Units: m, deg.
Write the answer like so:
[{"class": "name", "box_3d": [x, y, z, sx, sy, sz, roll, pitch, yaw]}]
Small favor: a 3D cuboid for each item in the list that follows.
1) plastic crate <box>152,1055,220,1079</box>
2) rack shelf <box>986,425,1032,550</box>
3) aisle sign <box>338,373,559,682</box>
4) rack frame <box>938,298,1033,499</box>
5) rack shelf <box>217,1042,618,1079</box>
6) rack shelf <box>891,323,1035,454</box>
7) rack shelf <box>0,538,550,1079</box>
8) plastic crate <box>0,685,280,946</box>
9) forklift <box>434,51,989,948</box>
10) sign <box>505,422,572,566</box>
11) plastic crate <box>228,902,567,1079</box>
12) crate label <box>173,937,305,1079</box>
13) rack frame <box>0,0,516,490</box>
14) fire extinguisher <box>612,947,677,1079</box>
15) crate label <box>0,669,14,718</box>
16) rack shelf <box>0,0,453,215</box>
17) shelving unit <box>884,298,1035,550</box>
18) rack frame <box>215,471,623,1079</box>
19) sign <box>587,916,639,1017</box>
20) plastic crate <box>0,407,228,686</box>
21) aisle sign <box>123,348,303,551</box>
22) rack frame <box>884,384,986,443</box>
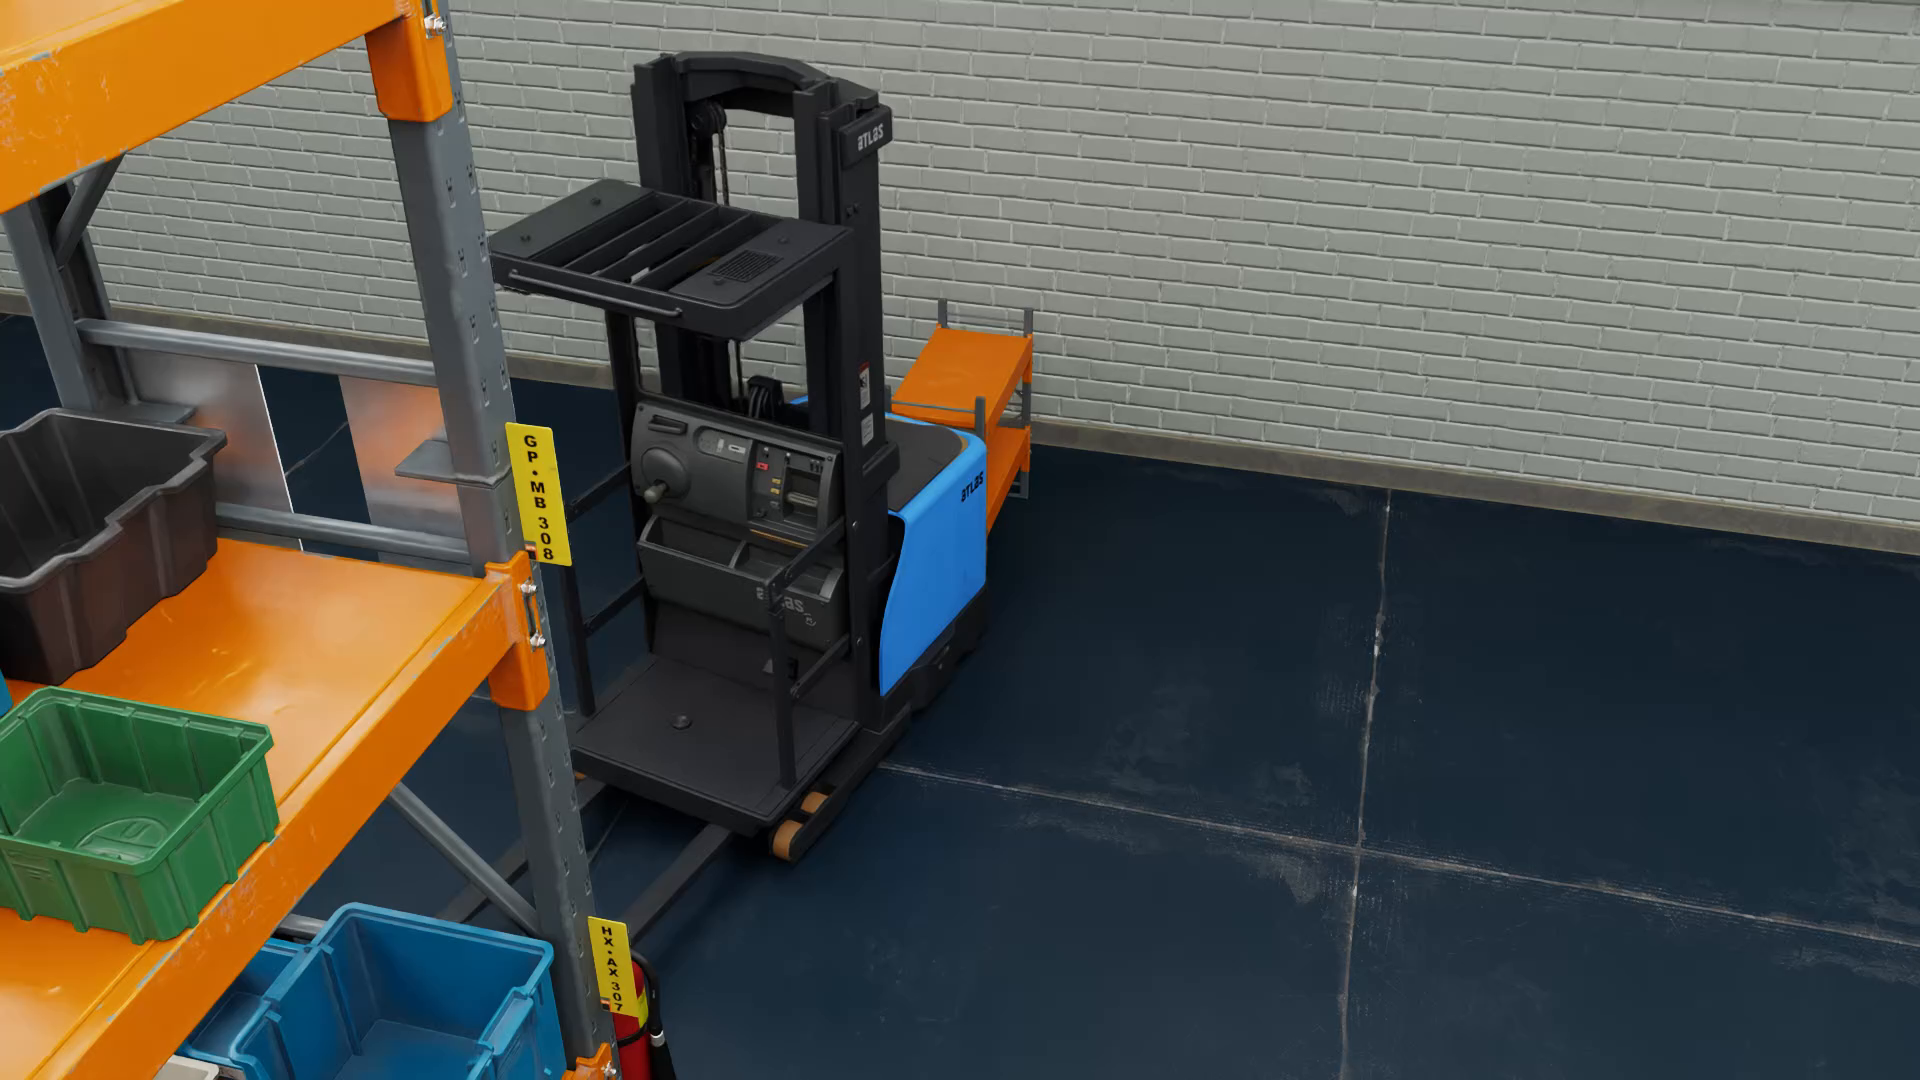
[{"class": "plastic crate", "box_3d": [-1.939, 1.389, 3.958, 0.250, 0.136, 0.298, 8, 33, 12]}, {"class": "rack shelf", "box_3d": [0.002, -0.272, 8.585, 0.538, 0.278, 1.000, 8, 33, 12]}, {"class": "aisle sign", "box_3d": [-1.094, -0.030, 3.578, 0.394, 0.787, 0.004, 8, 33, 12]}, {"class": "rack frame", "box_3d": [0.131, -0.742, 8.869, 0.500, 1.125, 0.032, 8, 33, 12]}, {"class": "rack shelf", "box_3d": [-1.904, 2.406, 2.839, 1.077, 0.370, 4.000, 8, 33, 12]}, {"class": "rack shelf", "box_3d": [0.002, -0.725, 8.297, 0.538, 0.278, 1.000, 8, 33, 12]}, {"class": "rack shelf", "box_3d": [-1.904, 1.140, 2.035, 1.077, 0.370, 4.000, 8, 33, 12]}, {"class": "plastic crate", "box_3d": [-1.370, 0.439, 2.665, 0.450, 0.188, 0.336, 8, 33, 12]}, {"class": "forklift", "box_3d": [-0.991, -0.215, 6.356, 1.130, 2.935, 3.031, 16, 36, 23]}, {"class": "sign", "box_3d": [-0.860, -0.090, 3.398, 0.100, 0.325, 0.005, 8, 33, 12]}, {"class": "plastic crate", "box_3d": [-1.300, 1.224, 3.940, 0.616, 0.435, 0.499, 8, 33, 12]}, {"class": "crate label", "box_3d": [-1.777, 1.194, 4.177, 0.416, 0.233, 0.303, 8, 33, 12]}, {"class": "rack frame", "box_3d": [-1.396, -1.467, 2.669, 1.000, 3.000, 0.127, 8, 33, 12]}, {"class": "fire extinguisher", "box_3d": [-0.918, 1.239, 4.426, 0.296, 0.674, 0.183, 8, 33, 12]}, {"class": "crate label", "box_3d": [-1.943, 0.297, 2.830, 0.408, 0.251, 0.502, 8, 33, 12]}, {"class": "rack shelf", "box_3d": [-1.904, 0.043, 1.337, 1.077, 0.370, 4.000, 8, 33, 12]}, {"class": "shelving unit", "box_3d": [0.002, -0.478, 8.454, 0.538, 1.125, 1.048, 8, 33, 12]}, {"class": "rack frame", "box_3d": [-1.396, 1.065, 4.279, 1.000, 3.000, 0.127, 8, 33, 12]}, {"class": "sign", "box_3d": [-0.860, 1.063, 4.131, 0.100, 0.325, 0.005, 8, 33, 12]}, {"class": "plastic crate", "box_3d": [-1.763, 0.016, 3.255, 0.497, 0.269, 0.590, 8, 33, 12]}, {"class": "aisle sign", "box_3d": [-1.665, -0.110, 3.704, 0.394, 0.787, 0.004, 8, 33, 12]}, {"class": "rack frame", "box_3d": [-0.127, -0.214, 8.039, 0.500, 1.125, 0.032, 8, 33, 12]}]
